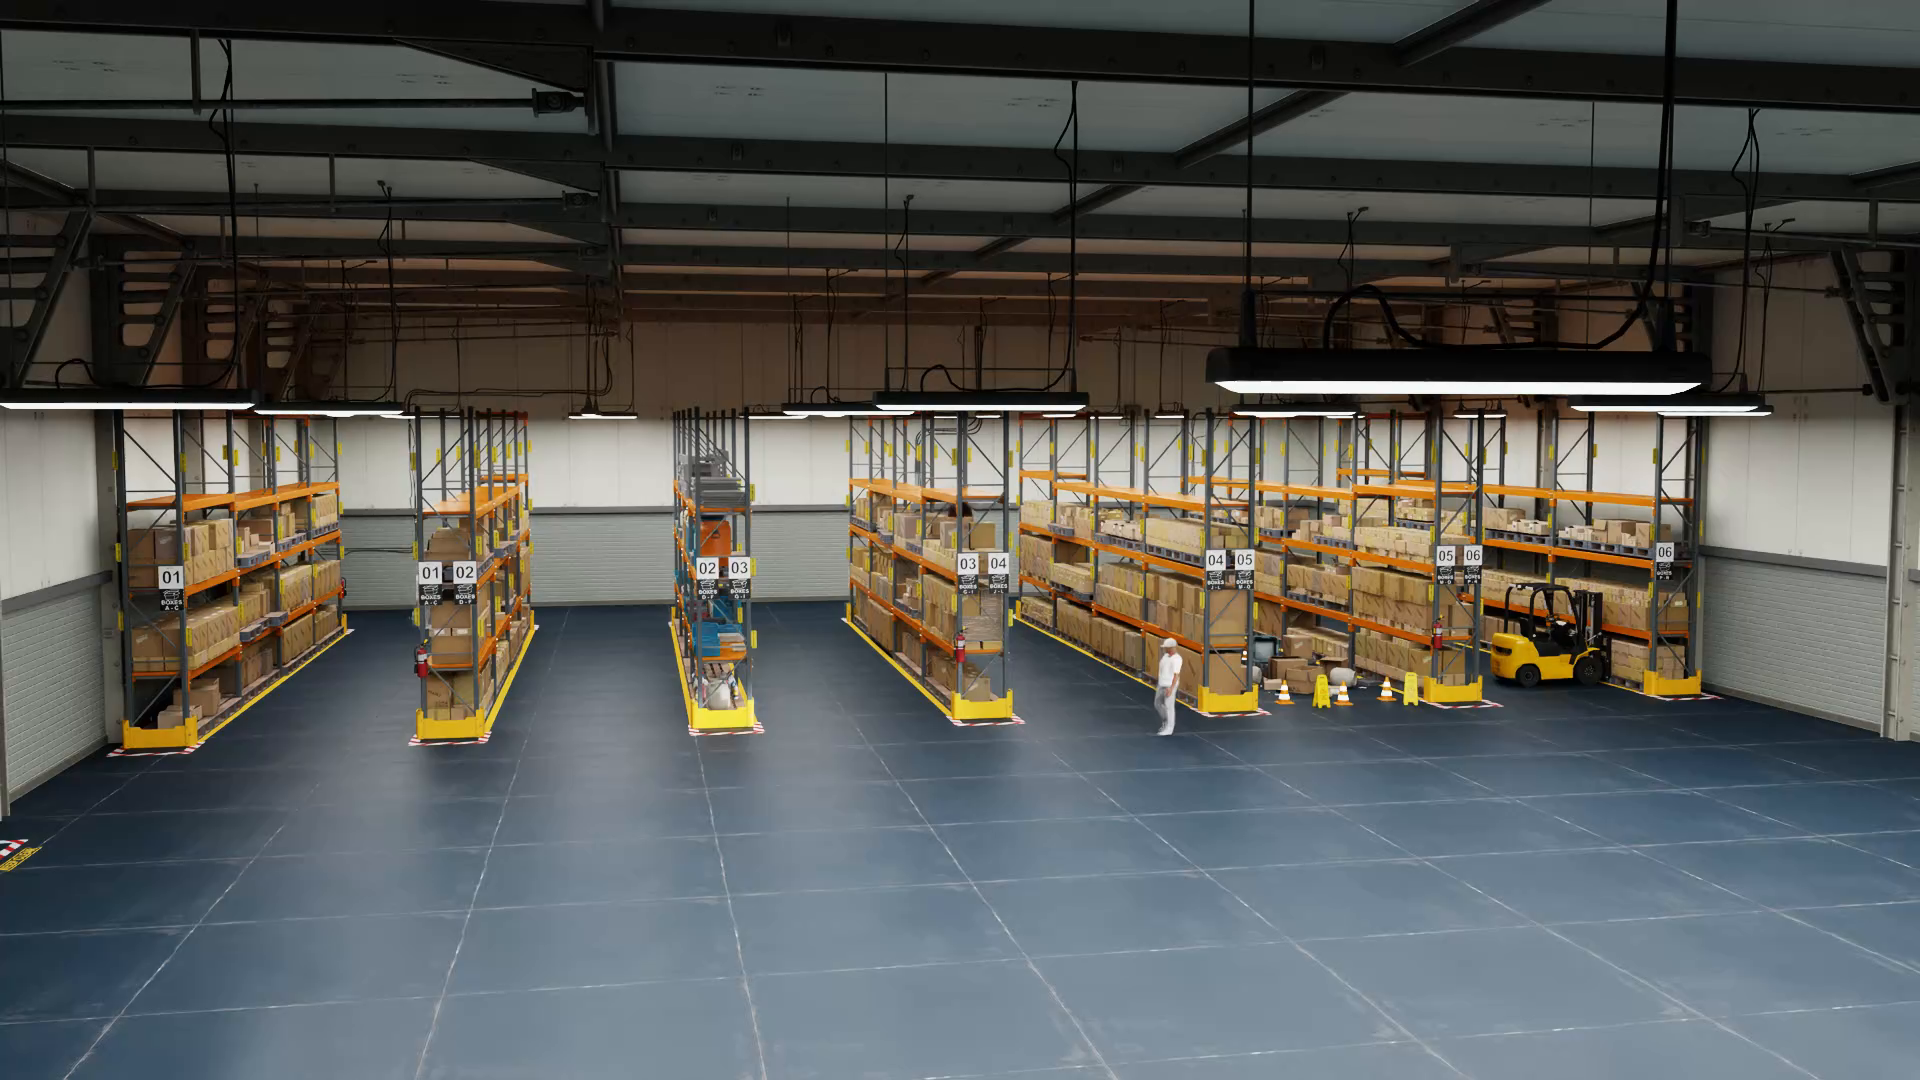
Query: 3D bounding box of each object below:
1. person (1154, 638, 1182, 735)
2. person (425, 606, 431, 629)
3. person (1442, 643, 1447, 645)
[{"bbox_3d":[3.772,2.685,30.467,0.473,1.799,0.656,-2,5,-27],"label":"person"},{"bbox_3d":[-14.595,1.596,45.802,0.537,1.839,0.610,-1,4,-17],"label":"person"},{"bbox_3d":[11.021,2.192,38.159,0.425,1.676,0.533,2,4,21],"label":"person"}]
